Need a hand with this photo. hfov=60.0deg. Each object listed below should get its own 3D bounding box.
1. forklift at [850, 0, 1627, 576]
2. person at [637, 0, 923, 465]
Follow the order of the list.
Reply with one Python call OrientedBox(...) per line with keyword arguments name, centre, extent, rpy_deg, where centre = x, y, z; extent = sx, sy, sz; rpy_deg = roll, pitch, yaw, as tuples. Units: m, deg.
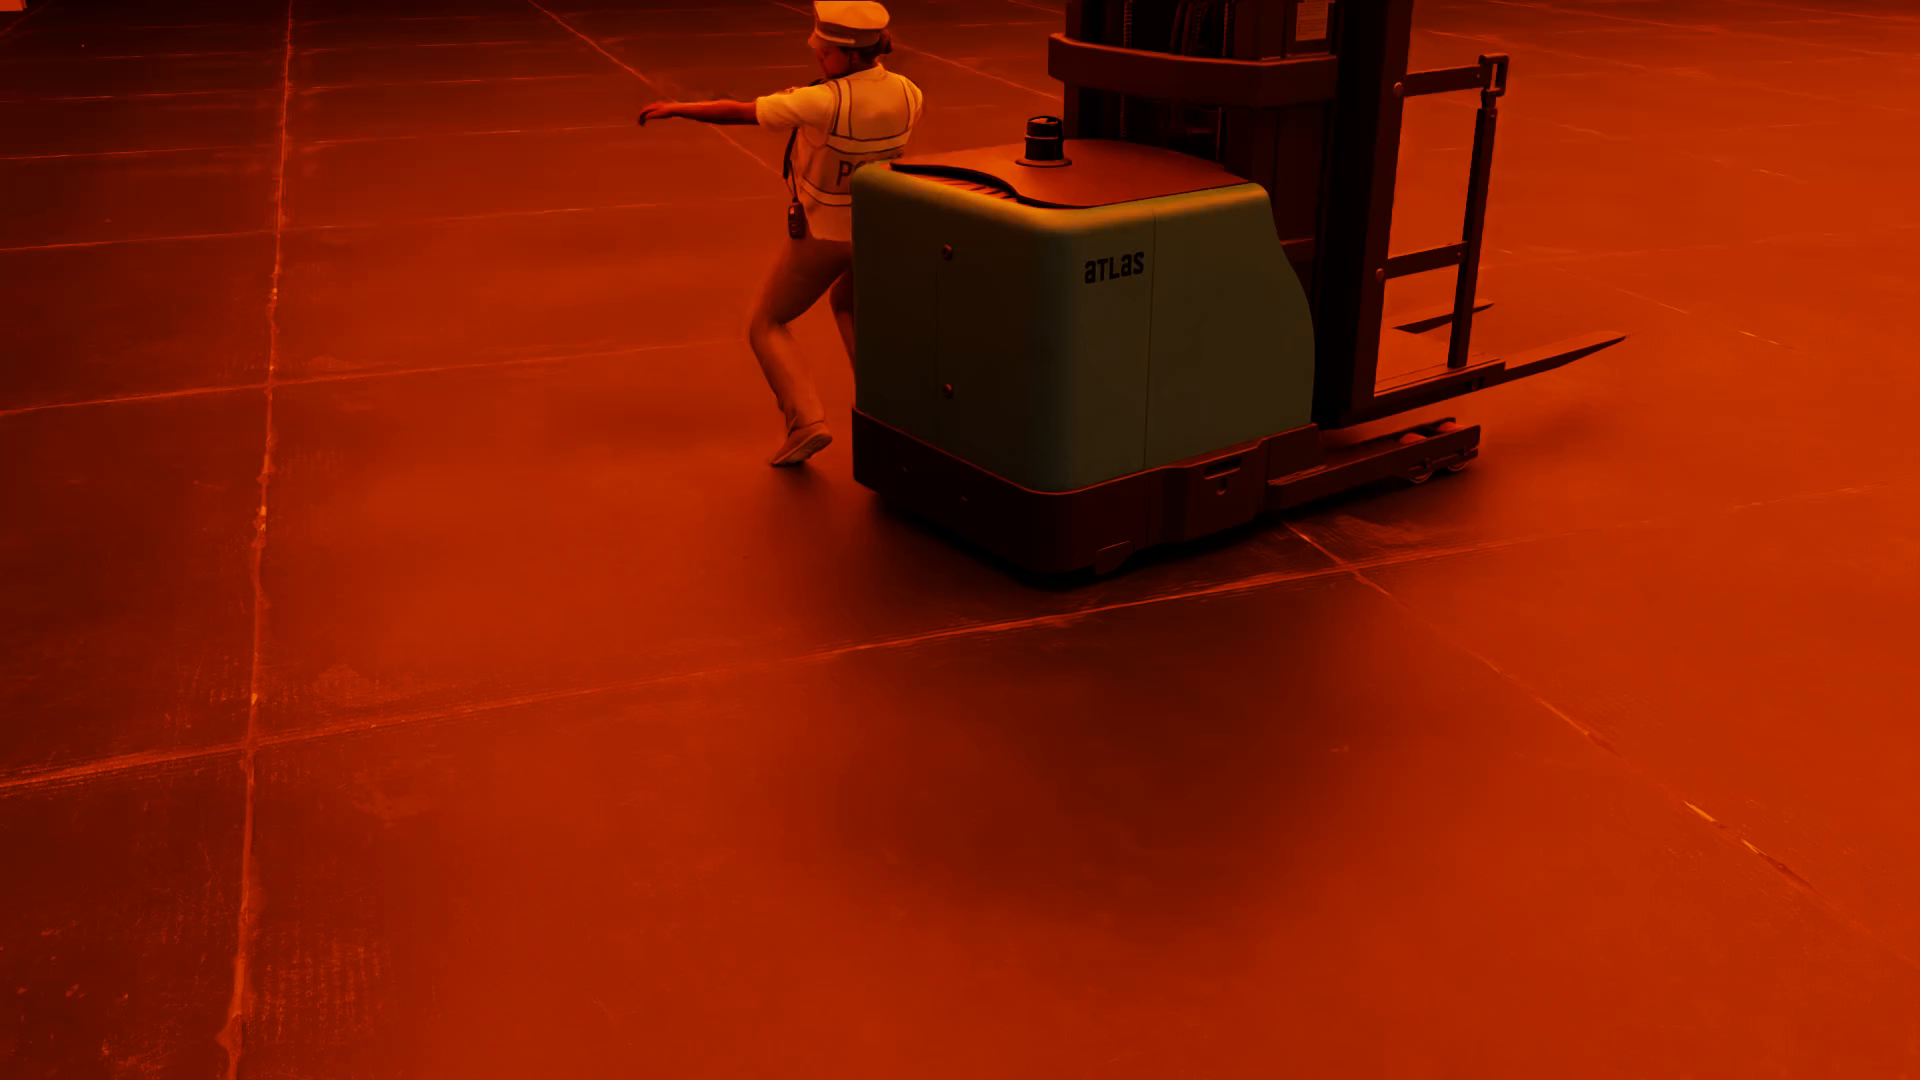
OrientedBox(name="forklift", centre=(1.142, -1.686, 5.308), extent=(3.031, 2.935, 1.130), rpy_deg=(-16, 28, -33))
OrientedBox(name="person", centre=(-0.500, -1.041, 5.711), extent=(1.016, 1.596, 0.751), rpy_deg=(-16, 28, -33))
